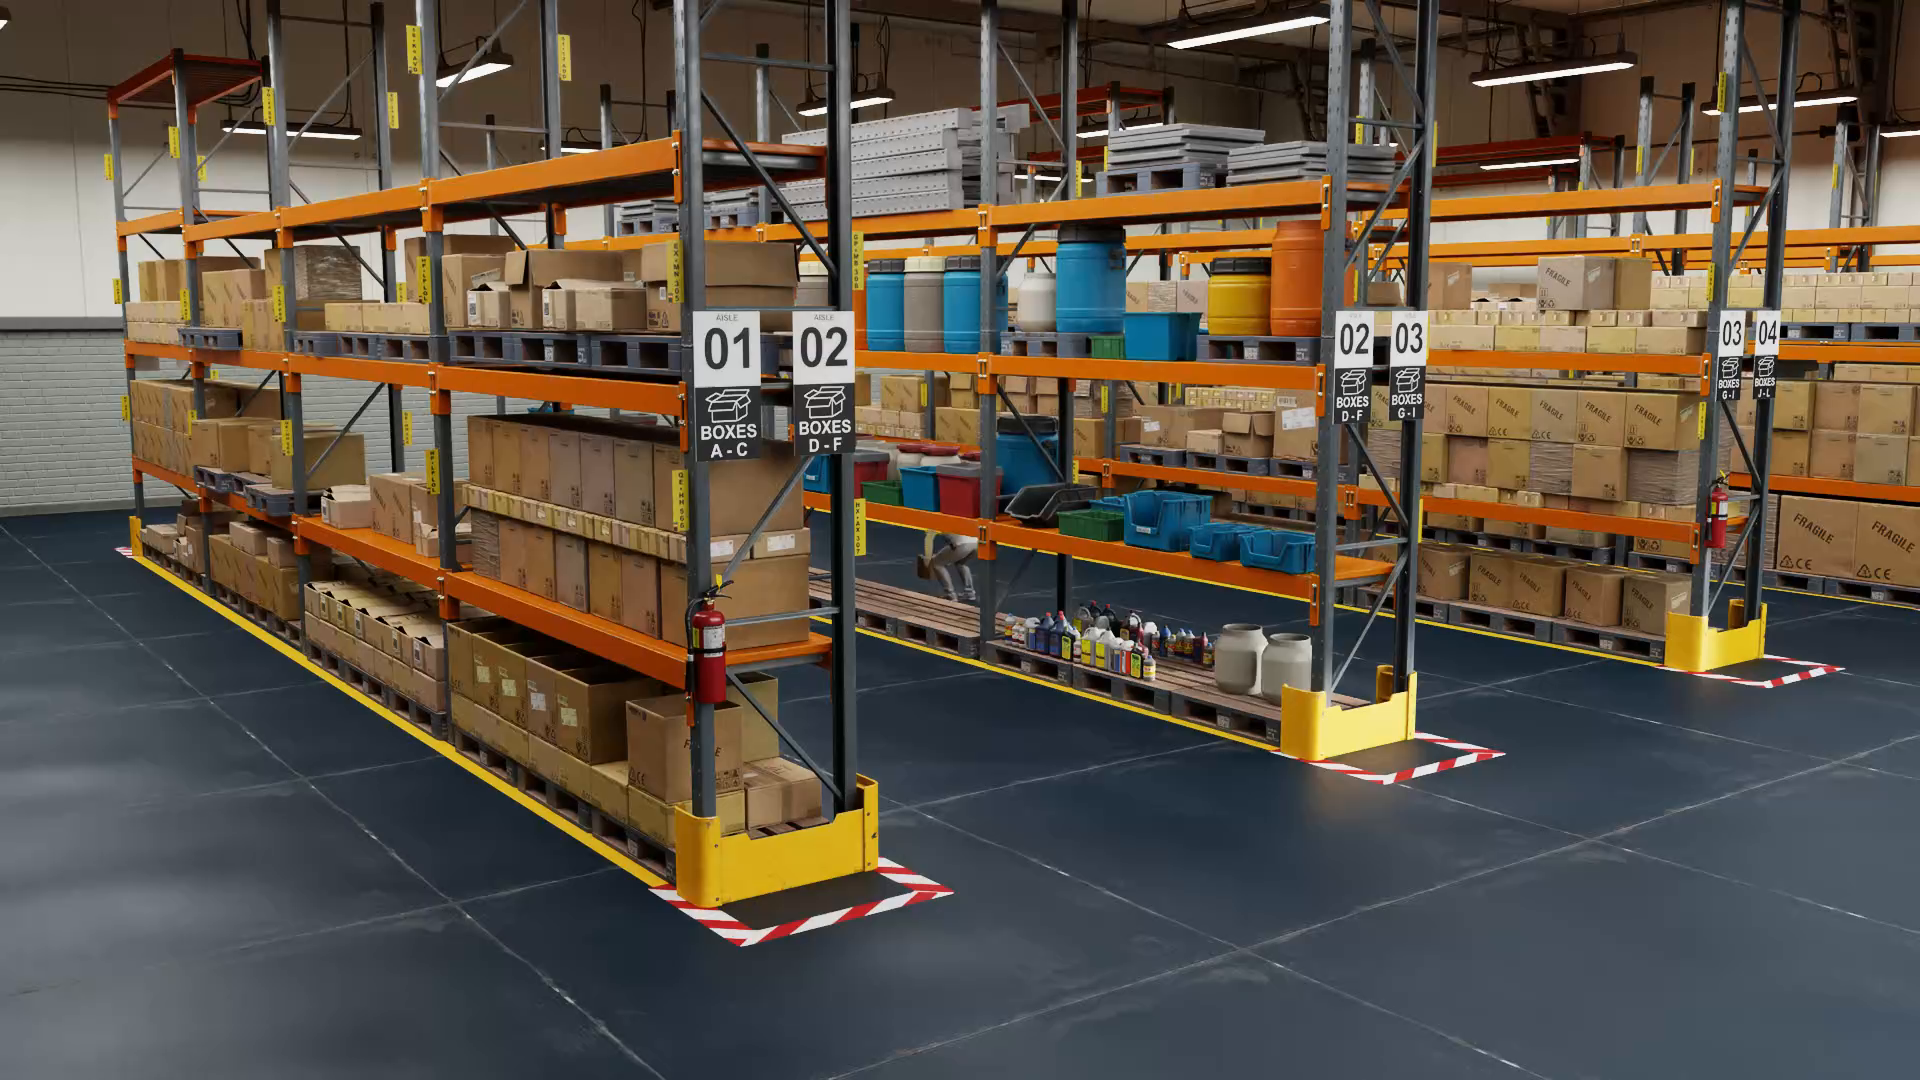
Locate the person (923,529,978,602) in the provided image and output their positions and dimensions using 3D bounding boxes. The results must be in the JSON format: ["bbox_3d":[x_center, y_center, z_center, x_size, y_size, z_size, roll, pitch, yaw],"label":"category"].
[{"bbox_3d":[-0.103,0.073,18.447,0.527,1.213,0.780,-6,10,-36],"label":"person"}]
